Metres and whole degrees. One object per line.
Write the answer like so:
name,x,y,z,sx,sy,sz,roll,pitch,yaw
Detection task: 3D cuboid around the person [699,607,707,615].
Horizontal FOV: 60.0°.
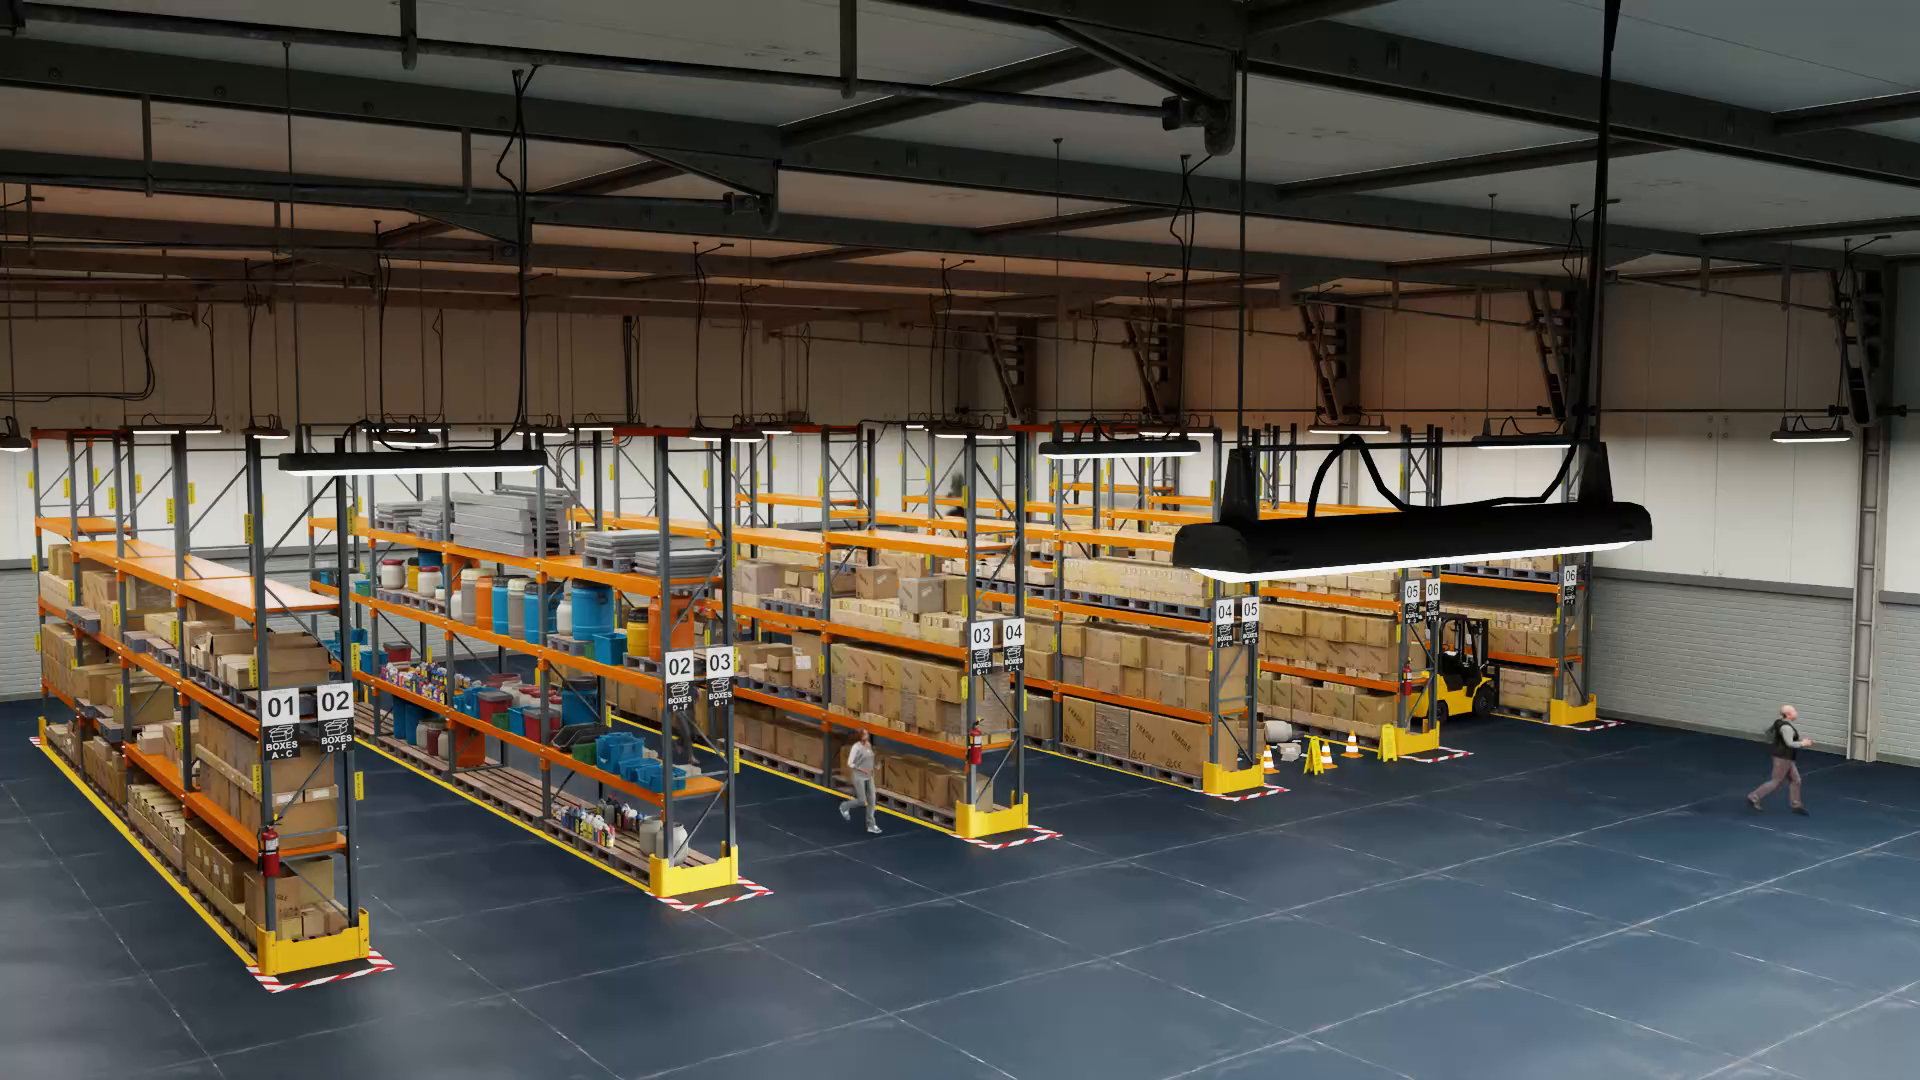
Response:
person,-6.118,2.417,39.149,0.672,1.701,0.618,-2,5,-22

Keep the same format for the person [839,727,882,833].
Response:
person,-1.468,3.572,24.928,0.814,1.565,0.550,4,6,39

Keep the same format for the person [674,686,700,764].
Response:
person,-4.930,3.194,29.892,0.581,1.540,0.911,-4,6,-42

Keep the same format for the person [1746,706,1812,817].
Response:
person,12.762,3.438,25.889,0.954,1.754,0.665,1,5,18
